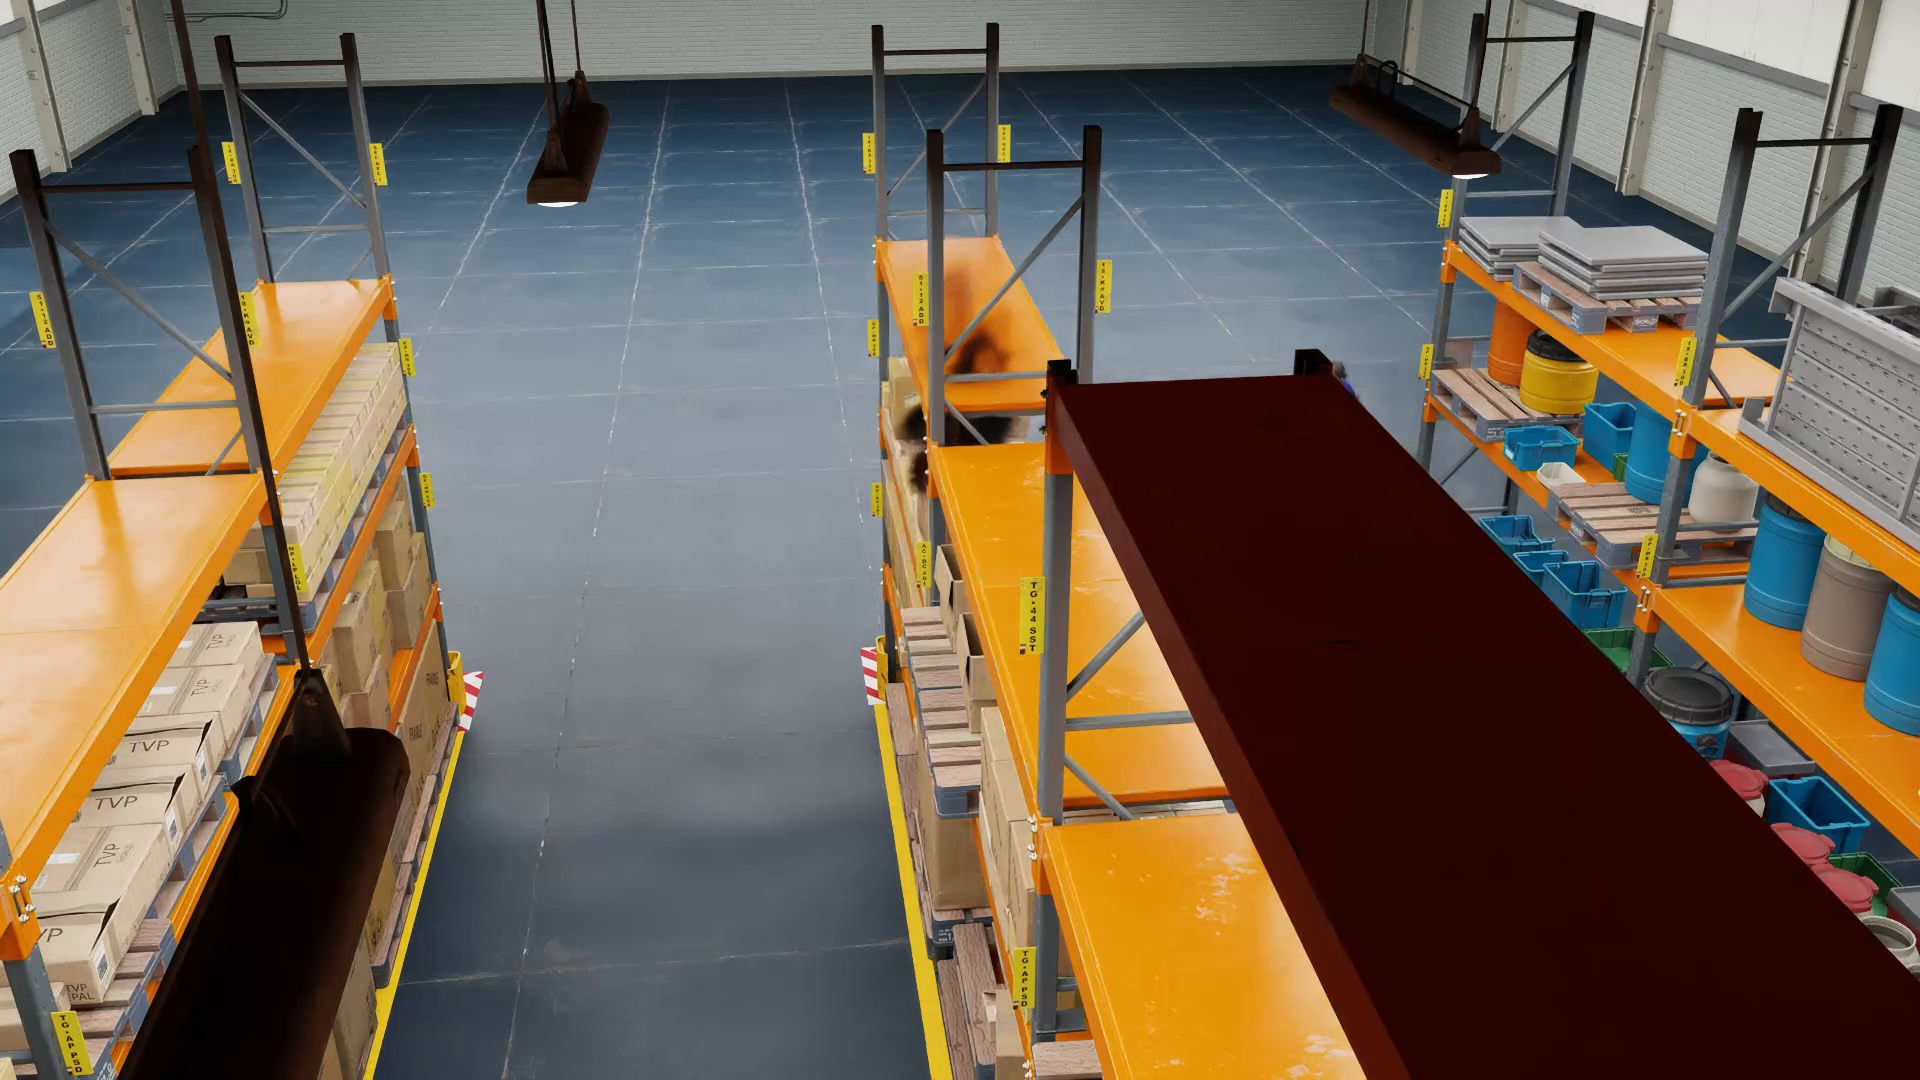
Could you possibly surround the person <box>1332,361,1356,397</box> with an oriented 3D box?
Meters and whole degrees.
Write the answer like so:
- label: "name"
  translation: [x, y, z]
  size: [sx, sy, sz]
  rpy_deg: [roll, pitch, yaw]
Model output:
- label: "person"
  translation: [4.268, -1.276, 19.306]
  size: [0.716, 1.672, 0.542]
  rpy_deg: [6, 26, 12]
